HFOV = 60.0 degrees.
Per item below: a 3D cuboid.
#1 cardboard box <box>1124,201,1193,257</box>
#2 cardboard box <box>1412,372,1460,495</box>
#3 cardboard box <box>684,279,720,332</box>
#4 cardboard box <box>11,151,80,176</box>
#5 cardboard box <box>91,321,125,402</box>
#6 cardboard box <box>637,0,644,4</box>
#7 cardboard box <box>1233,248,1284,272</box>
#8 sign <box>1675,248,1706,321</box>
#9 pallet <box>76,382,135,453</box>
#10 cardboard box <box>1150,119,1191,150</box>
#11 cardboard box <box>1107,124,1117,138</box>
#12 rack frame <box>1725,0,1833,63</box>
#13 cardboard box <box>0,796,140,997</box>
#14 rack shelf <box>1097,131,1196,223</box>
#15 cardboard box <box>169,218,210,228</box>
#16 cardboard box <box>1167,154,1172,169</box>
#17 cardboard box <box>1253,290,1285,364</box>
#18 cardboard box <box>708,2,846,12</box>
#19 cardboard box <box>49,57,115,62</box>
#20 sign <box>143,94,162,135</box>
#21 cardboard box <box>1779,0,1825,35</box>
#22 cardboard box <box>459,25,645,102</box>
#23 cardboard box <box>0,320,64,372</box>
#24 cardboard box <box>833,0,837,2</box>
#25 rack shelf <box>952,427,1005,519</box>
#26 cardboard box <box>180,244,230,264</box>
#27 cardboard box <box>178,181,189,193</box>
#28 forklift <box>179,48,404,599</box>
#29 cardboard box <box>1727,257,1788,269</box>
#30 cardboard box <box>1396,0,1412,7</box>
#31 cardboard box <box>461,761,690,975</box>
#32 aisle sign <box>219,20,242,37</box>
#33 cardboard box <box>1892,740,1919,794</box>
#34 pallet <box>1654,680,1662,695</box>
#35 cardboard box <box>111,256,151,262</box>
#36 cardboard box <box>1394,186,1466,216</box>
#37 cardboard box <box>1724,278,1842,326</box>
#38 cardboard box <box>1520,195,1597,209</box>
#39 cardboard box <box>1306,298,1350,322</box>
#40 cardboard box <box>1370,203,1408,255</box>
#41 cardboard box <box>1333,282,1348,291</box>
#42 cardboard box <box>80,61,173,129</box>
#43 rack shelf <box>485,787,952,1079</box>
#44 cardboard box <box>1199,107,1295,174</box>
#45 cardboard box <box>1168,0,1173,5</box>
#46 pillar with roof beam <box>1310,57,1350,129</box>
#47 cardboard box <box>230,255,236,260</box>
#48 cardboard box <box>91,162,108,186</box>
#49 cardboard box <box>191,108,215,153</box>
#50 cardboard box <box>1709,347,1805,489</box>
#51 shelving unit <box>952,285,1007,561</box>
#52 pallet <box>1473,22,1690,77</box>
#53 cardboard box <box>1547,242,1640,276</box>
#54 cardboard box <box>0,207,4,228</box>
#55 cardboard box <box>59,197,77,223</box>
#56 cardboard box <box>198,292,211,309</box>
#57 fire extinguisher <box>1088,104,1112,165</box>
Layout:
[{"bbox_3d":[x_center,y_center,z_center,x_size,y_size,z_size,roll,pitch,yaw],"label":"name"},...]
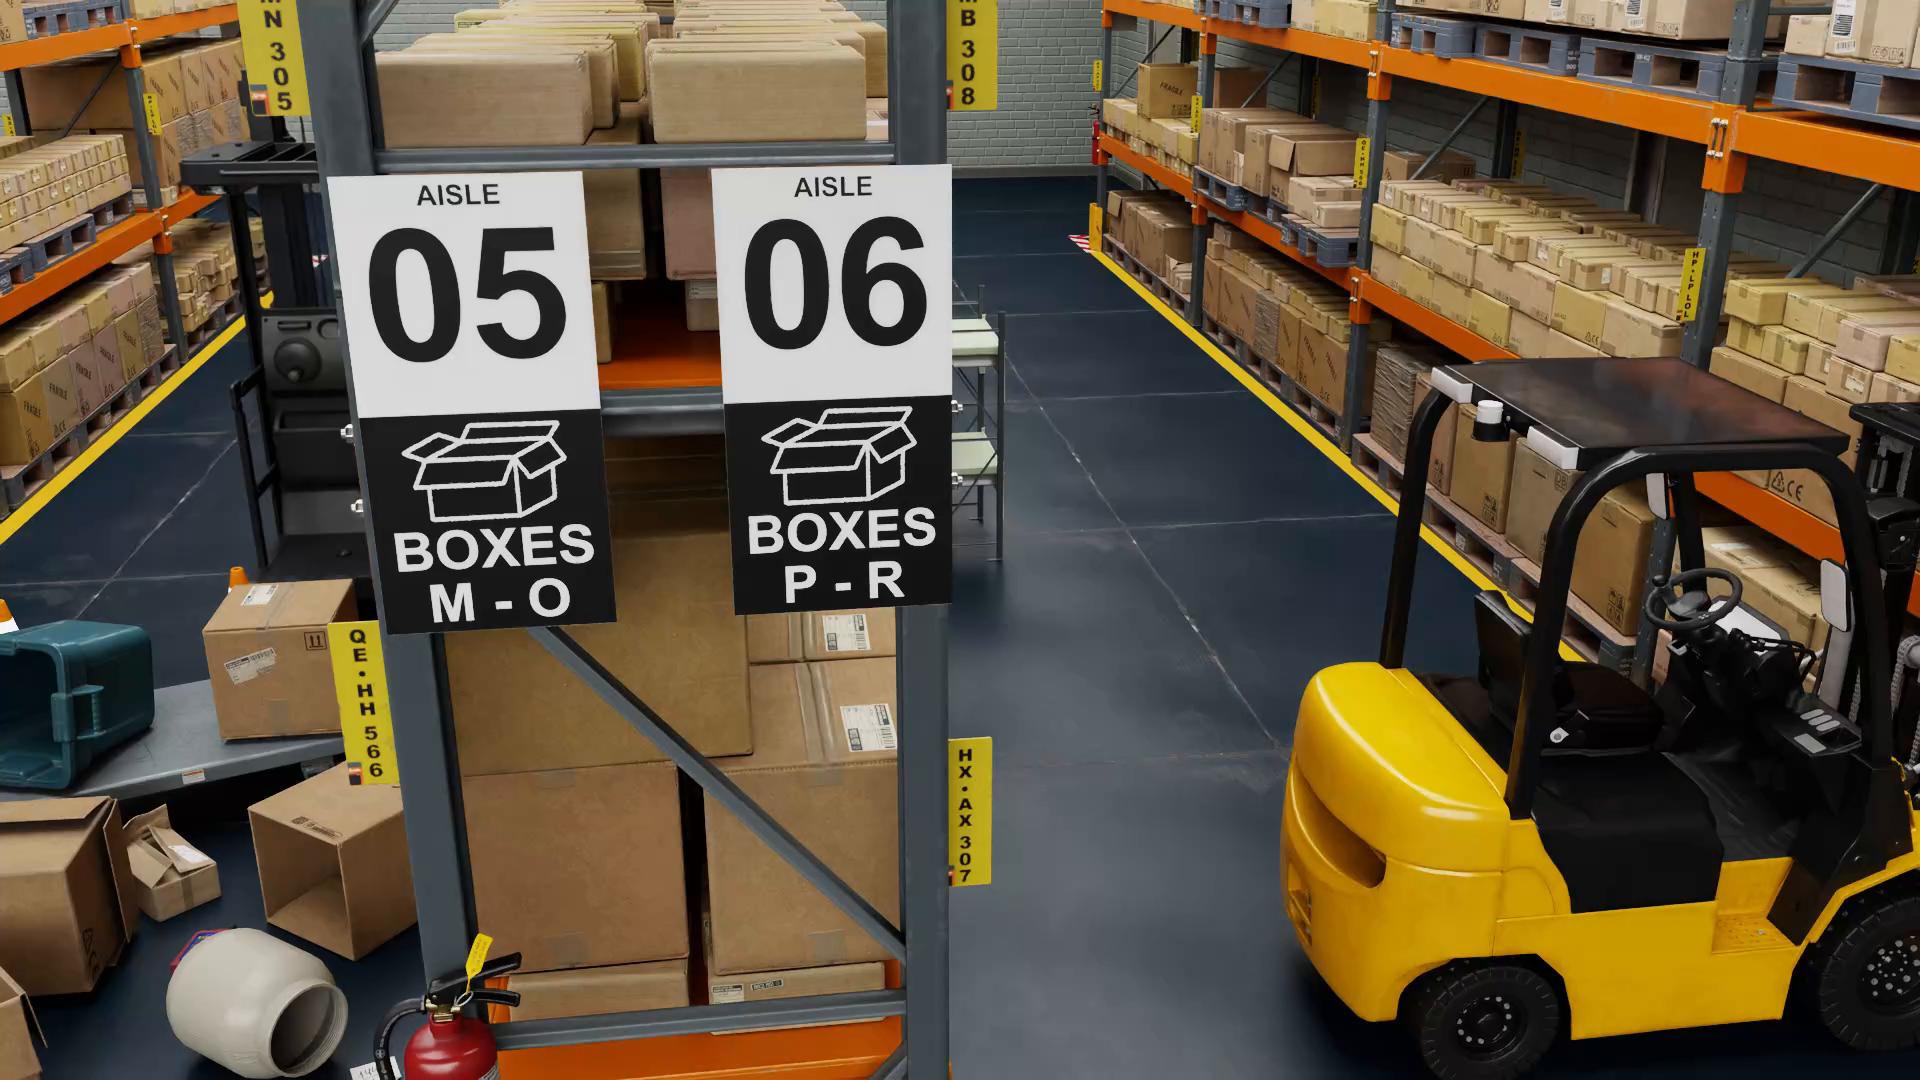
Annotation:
[{"bbox_3d":[2.159,-3.334,17.829,0.700,0.500,0.500,-2,21,-6],"label":"cardboard box"},{"bbox_3d":[3.412,-0.695,10.584,0.875,0.625,0.625,-2,21,-6],"label":"cardboard box"},{"bbox_3d":[-0.378,-0.537,3.438,0.380,0.149,0.250,-4,21,-9],"label":"cardboard box"},{"bbox_3d":[-6.742,-2.772,12.259,0.380,0.149,0.250,-4,21,-10],"label":"cardboard box"},{"bbox_3d":[-6.639,-1.329,12.459,0.500,0.500,0.500,-3,21,-9],"label":"cardboard box"},{"bbox_3d":[-1.313,-1.864,5.851,0.380,0.149,0.250,-2,21,-6],"label":"cardboard box"},{"bbox_3d":[2.610,-2.450,14.534,0.380,0.149,0.250,-4,21,-11],"label":"cardboard box"},{"bbox_3d":[3.274,-1.143,7.447,0.100,0.325,0.005,-3,21,-8],"label":"sign"},{"bbox_3d":[-6.845,-0.903,12.331,1.003,0.211,1.213,-3,21,-8],"label":"pallet"},{"bbox_3d":[2.196,-4.017,16.474,0.500,0.250,0.500,-3,21,-8],"label":"cardboard box"},{"bbox_3d":[1.856,-4.578,18.545,0.380,0.149,0.250,-3,21,-8],"label":"cardboard box"},{"bbox_3d":[3.810,-3.479,6.669,1.000,3.000,0.127,-3,21,-8],"label":"rack frame"},{"bbox_3d":[-3.426,1.270,5.902,0.797,0.637,0.503,-3,21,-8],"label":"cardboard box"},{"bbox_3d":[2.368,-3.794,17.114,1.077,0.370,4.000,-3,21,-8],"label":"rack shelf"},{"bbox_3d":[-7.976,-3.228,17.196,0.380,0.149,0.250,-4,21,-10],"label":"cardboard box"},{"bbox_3d":[2.229,-3.688,16.163,0.380,0.149,0.250,-2,21,-6],"label":"cardboard box"},{"bbox_3d":[2.727,-1.748,13.582,0.500,0.500,0.500,-4,21,-10],"label":"cardboard box"},{"bbox_3d":[-0.522,-1.447,4.735,0.380,0.149,0.250,-3,21,-7],"label":"cardboard box"},{"bbox_3d":[-7.553,-3.884,14.332,0.500,0.500,0.500,-4,21,-9],"label":"cardboard box"},{"bbox_3d":[-6.590,-3.473,13.574,0.100,0.325,0.005,-3,21,-8],"label":"sign"},{"bbox_3d":[3.882,-2.503,7.960,0.380,0.149,0.250,-3,21,-8],"label":"cardboard box"},{"bbox_3d":[-0.905,-1.064,3.710,0.380,0.149,0.250,-3,21,-7],"label":"cardboard box"},{"bbox_3d":[-6.495,-1.320,11.365,0.500,0.250,0.500,-3,21,-8],"label":"cardboard box"},{"bbox_3d":[-0.789,-2.171,7.068,0.500,0.250,0.500,-3,21,-9],"label":"cardboard box"},{"bbox_3d":[0.001,-0.395,10.062,0.431,0.370,0.720,-3,21,-8],"label":"rack shelf"},{"bbox_3d":[-7.183,-2.714,15.819,0.380,0.149,0.250,-3,21,-7],"label":"cardboard box"},{"bbox_3d":[-7.090,-3.168,14.771,0.380,0.149,0.250,-4,21,-10],"label":"cardboard box"},{"bbox_3d":[-3.234,-1.011,8.733,1.130,2.935,3.031,-2,21,-6],"label":"forklift"},{"bbox_3d":[3.950,-1.334,8.430,0.380,0.149,0.250,-3,21,-8],"label":"cardboard box"},{"bbox_3d":[2.983,-3.456,10.487,0.380,0.166,0.250,-3,21,-8],"label":"cardboard box"},{"bbox_3d":[-0.876,0.608,3.733,0.500,0.500,0.500,-3,21,-9],"label":"cardboard box"},{"bbox_3d":[-7.429,-5.545,17.060,0.394,0.787,0.004,-3,21,-8],"label":"aisle sign"},{"bbox_3d":[3.782,0.896,6.146,0.500,0.250,0.500,-3,21,-8],"label":"cardboard box"},{"bbox_3d":[3.883,0.915,7.463,1.003,0.211,1.213,-3,21,-8],"label":"pallet"},{"bbox_3d":[-7.657,-2.507,15.265,0.380,0.149,0.250,-4,21,-10],"label":"cardboard box"},{"bbox_3d":[3.028,-2.186,10.713,0.380,0.149,0.250,-2,21,-7],"label":"cardboard box"},{"bbox_3d":[3.562,-1.033,7.200,0.380,0.149,0.250,-2,21,-7],"label":"cardboard box"},{"bbox_3d":[3.710,-2.042,10.327,0.380,0.149,0.250,-3,21,-9],"label":"cardboard box"},{"bbox_3d":[2.847,-1.727,12.599,0.380,0.149,0.250,-4,21,-10],"label":"cardboard box"},{"bbox_3d":[3.031,-2.050,10.917,0.500,0.250,0.500,-3,21,-8],"label":"cardboard box"},{"bbox_3d":[3.227,-2.024,13.394,0.380,0.149,0.250,-3,21,-7],"label":"cardboard box"},{"bbox_3d":[-6.962,-3.725,13.905,0.500,0.500,0.500,-2,21,-6],"label":"cardboard box"},{"bbox_3d":[-0.813,0.613,5.316,1.077,0.370,4.000,-3,21,-8],"label":"rack shelf"},{"bbox_3d":[2.505,-3.503,14.565,0.700,0.500,0.500,-2,21,-6],"label":"cardboard box"},{"bbox_3d":[2.210,-5.193,15.904,0.380,0.149,0.250,-2,21,-6],"label":"cardboard box"},{"bbox_3d":[-0.812,-6.318,14.271,9.100,9.000,0.400,-3,21,-8],"label":"pillar with roof beam"},{"bbox_3d":[-7.174,-2.671,16.129,0.380,0.149,0.250,-2,21,-5],"label":"cardboard box"},{"bbox_3d":[-6.814,-2.815,12.800,0.380,0.149,0.250,-2,21,-5],"label":"cardboard box"},{"bbox_3d":[-7.076,-3.619,15.052,0.500,0.500,0.500,-3,21,-9],"label":"cardboard box"},{"bbox_3d":[3.616,-0.548,7.254,0.500,0.500,0.500,-3,21,-9],"label":"cardboard box"},{"bbox_3d":[0.001,-0.700,9.948,0.431,1.500,0.755,-3,21,-8],"label":"shelving unit"},{"bbox_3d":[3.584,-2.752,9.281,1.003,0.211,1.213,-2,21,-5],"label":"pallet"},{"bbox_3d":[3.358,-1.480,8.822,0.380,0.149,0.250,-3,21,-9],"label":"cardboard box"},{"bbox_3d":[-6.516,-2.099,10.882,0.380,0.149,0.250,-4,21,-9],"label":"cardboard box"},{"bbox_3d":[-6.694,-2.402,12.120,0.380,0.149,0.250,-2,21,-5],"label":"cardboard box"},{"bbox_3d":[-7.084,-2.166,15.203,0.380,0.149,0.250,-3,21,-9],"label":"cardboard box"},{"bbox_3d":[1.602,-4.640,18.995,0.296,0.674,0.183,-3,21,-8],"label":"fire extinguisher"}]
